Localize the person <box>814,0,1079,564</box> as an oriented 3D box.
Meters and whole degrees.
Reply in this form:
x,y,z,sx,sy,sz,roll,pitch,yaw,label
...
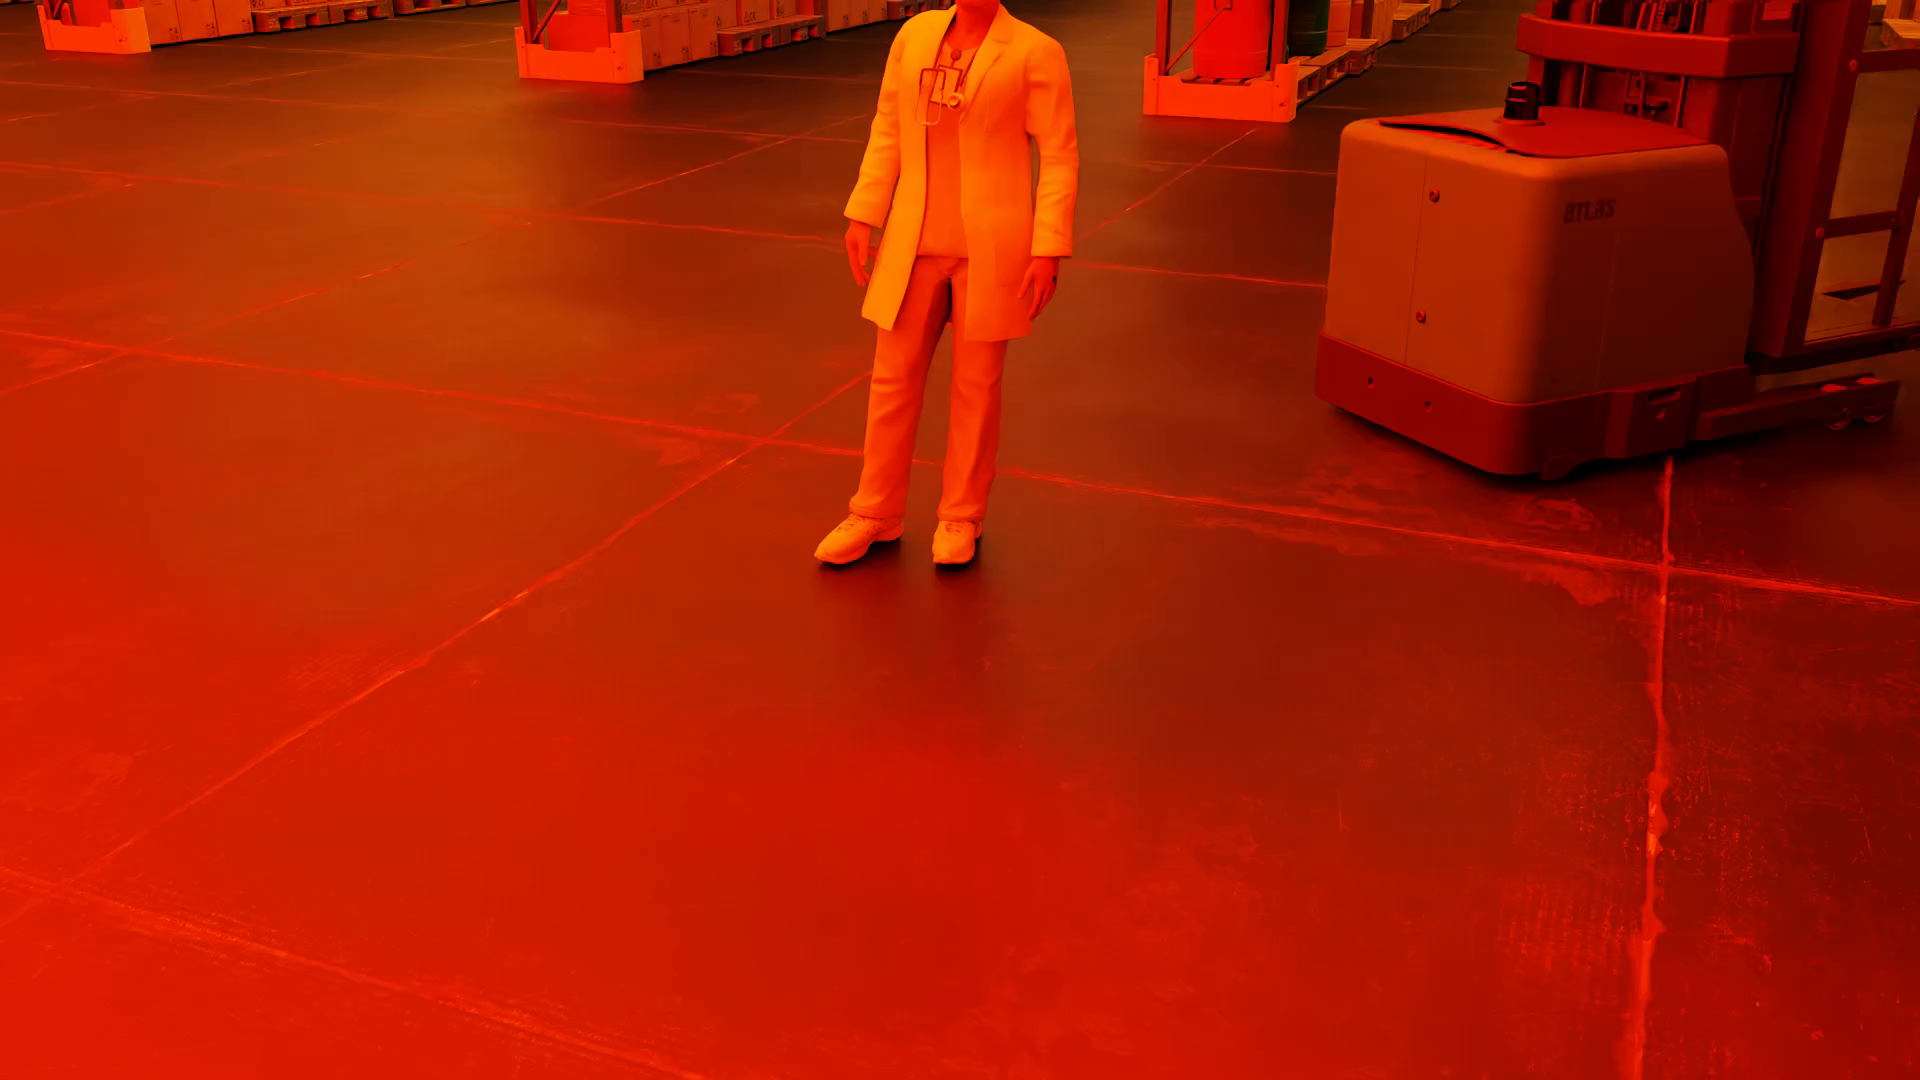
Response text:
x,y,z,sx,sy,sz,roll,pitch,yaw,label
-0.039,-0.795,4.672,0.694,1.775,0.581,9,24,21,person

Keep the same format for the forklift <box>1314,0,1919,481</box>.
x,y,z,sx,sy,sz,roll,pitch,yaw,label
2.877,-1.923,5.892,3.031,2.935,1.130,-11,25,-24,forklift
